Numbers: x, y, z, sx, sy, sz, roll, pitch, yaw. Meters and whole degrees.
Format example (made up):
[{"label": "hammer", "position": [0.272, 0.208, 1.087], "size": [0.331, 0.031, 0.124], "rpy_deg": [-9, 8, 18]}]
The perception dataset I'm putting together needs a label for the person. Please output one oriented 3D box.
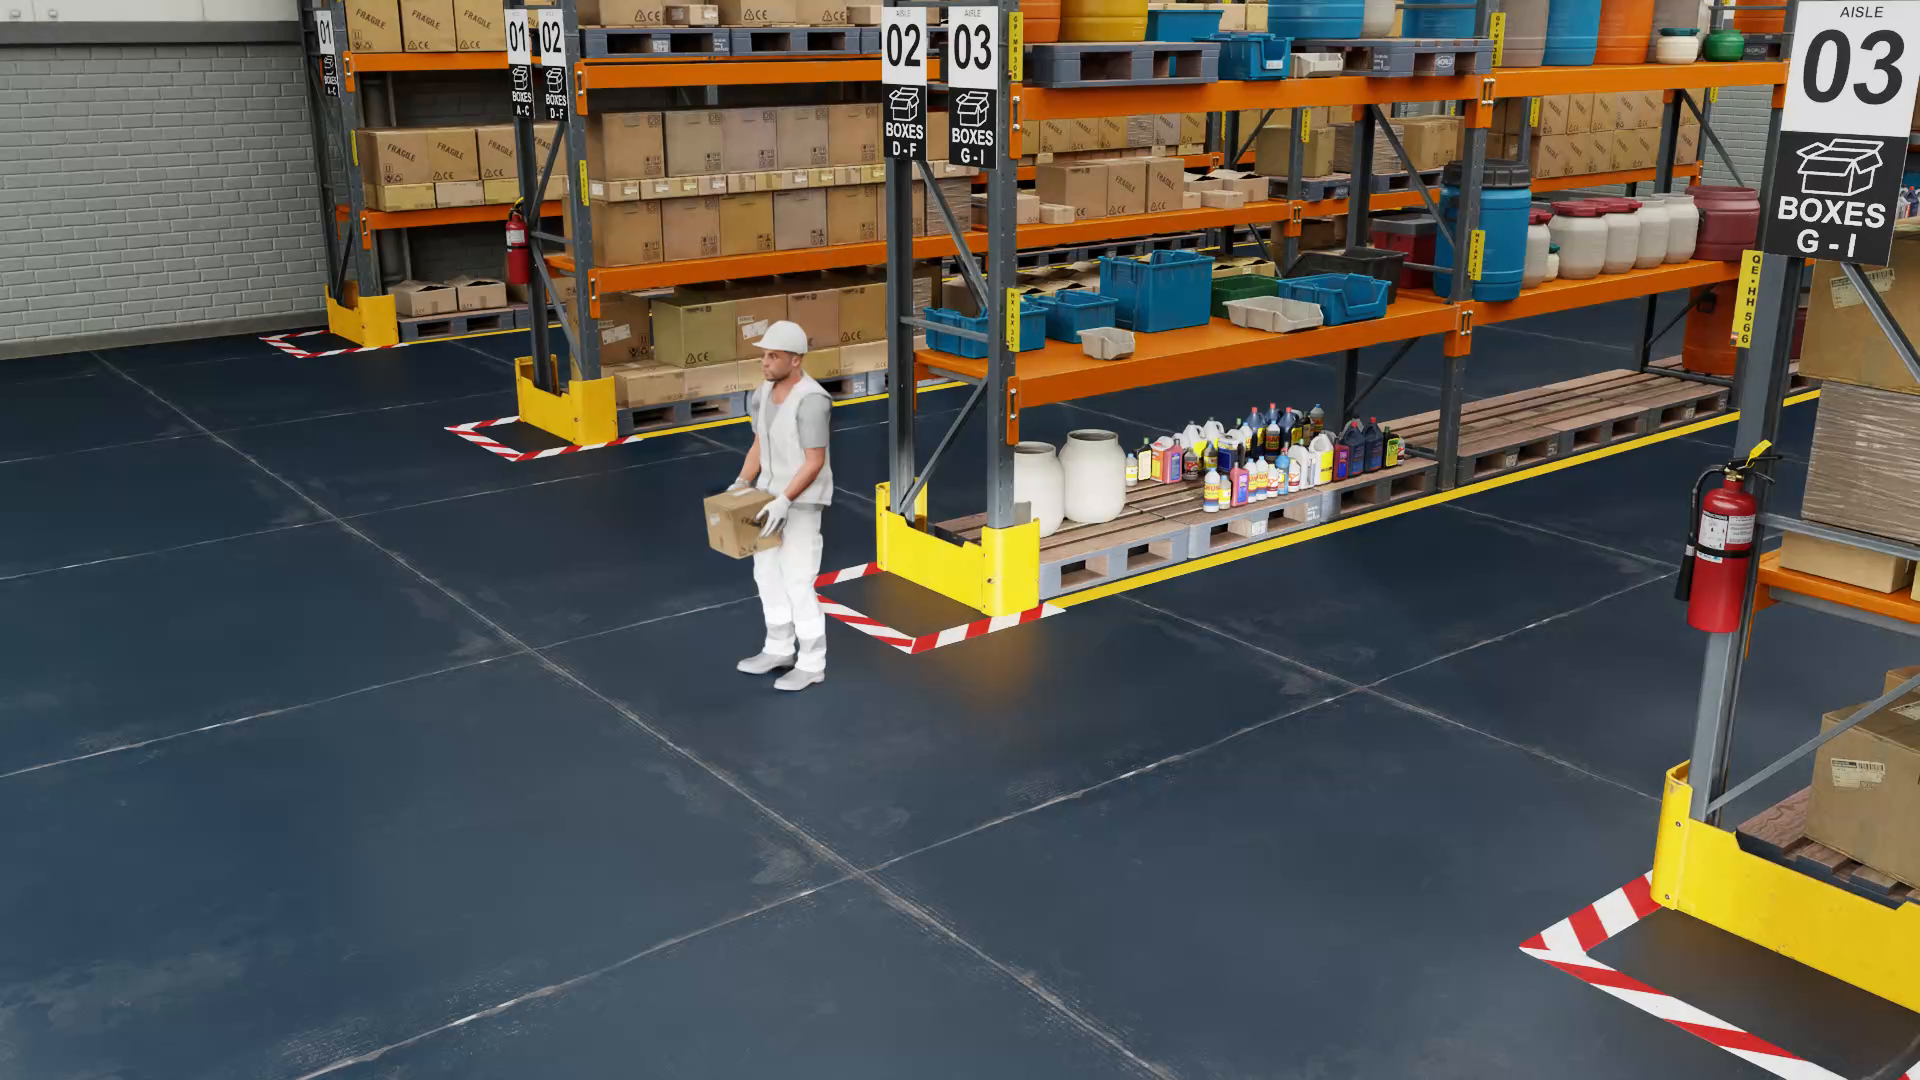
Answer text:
[{"label": "person", "position": [-0.861, -0.163, 8.022], "size": [0.474, 1.793, 0.533], "rpy_deg": [-14, 22, -37]}]
